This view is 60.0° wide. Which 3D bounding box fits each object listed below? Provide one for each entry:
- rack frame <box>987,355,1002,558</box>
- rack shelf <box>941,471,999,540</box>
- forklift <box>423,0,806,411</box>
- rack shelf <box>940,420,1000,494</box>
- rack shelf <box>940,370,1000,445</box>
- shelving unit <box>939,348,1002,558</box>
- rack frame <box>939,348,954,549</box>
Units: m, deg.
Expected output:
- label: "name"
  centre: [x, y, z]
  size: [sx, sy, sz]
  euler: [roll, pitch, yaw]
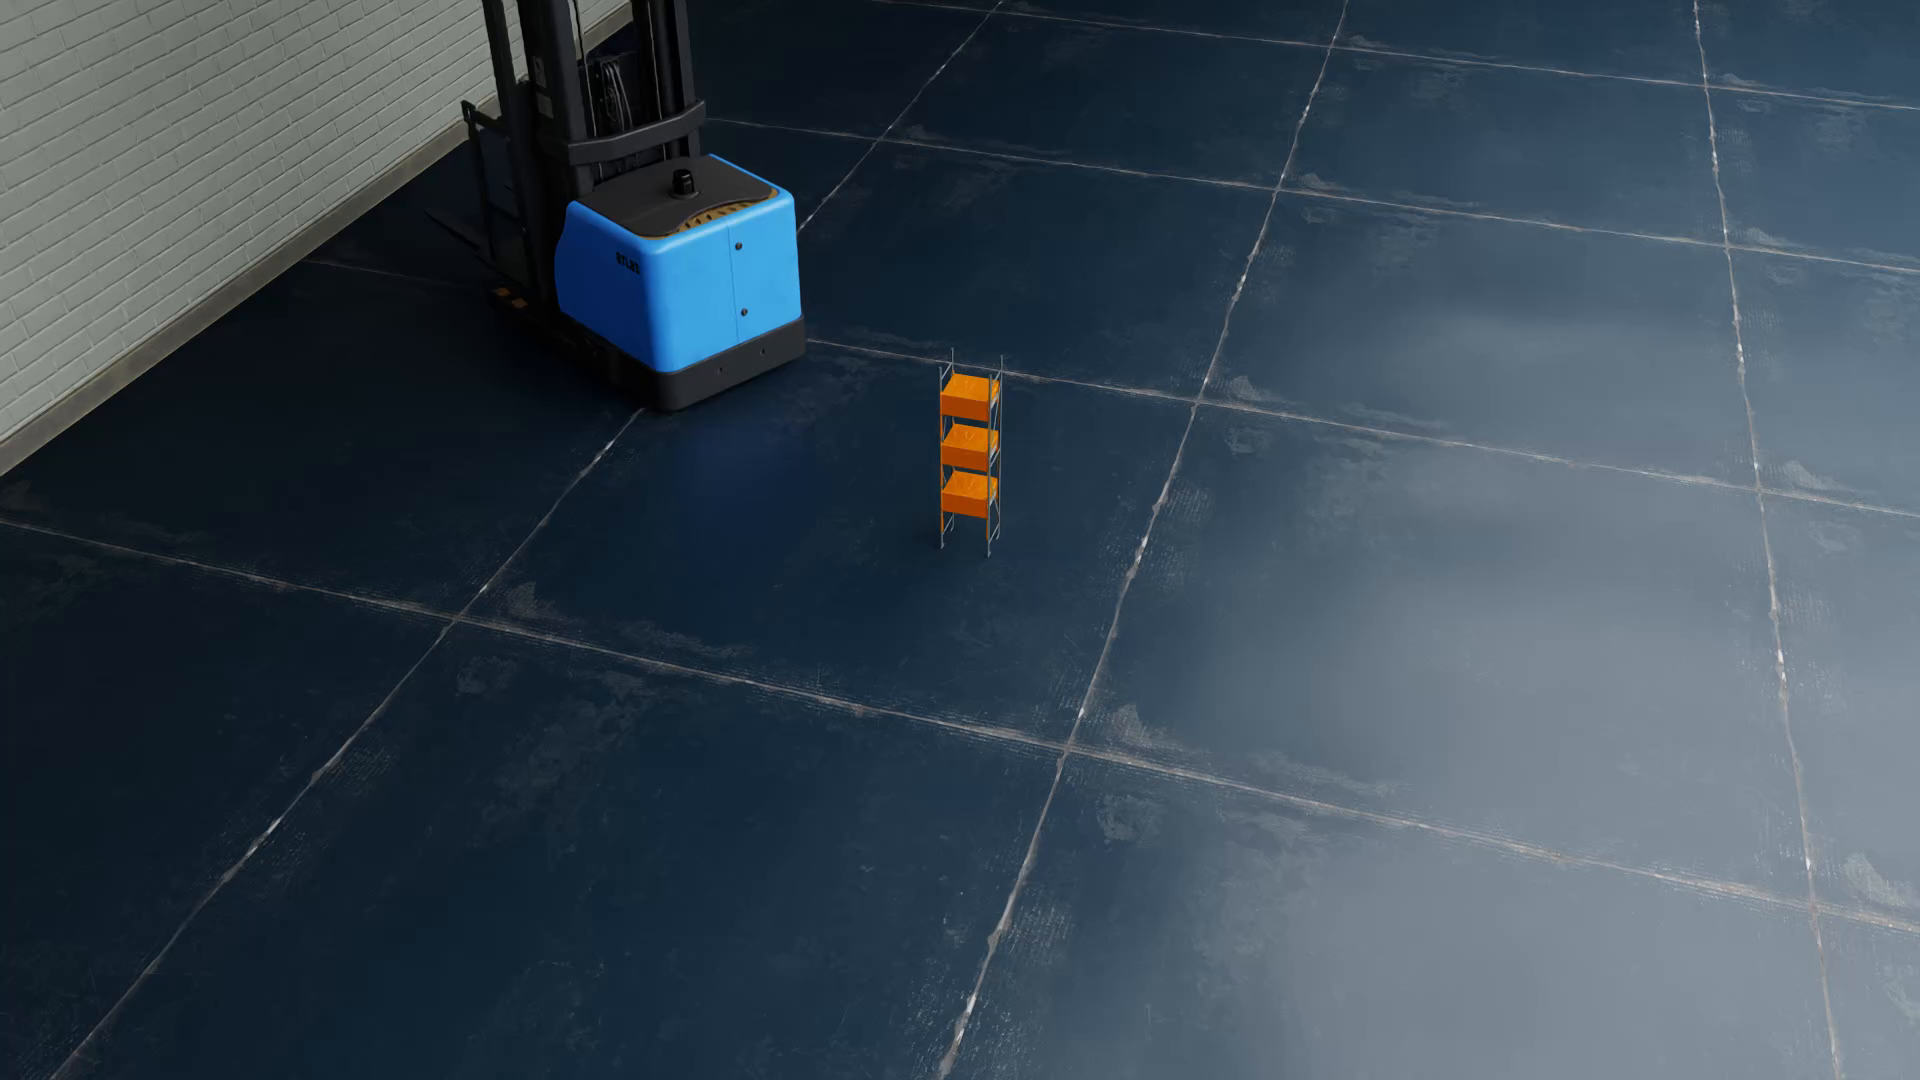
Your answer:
- label: "rack frame"
  centre: [0.168, -0.392, 8.082]
  size: [0.008, 1.050, 0.200]
  euler: [10, 38, 14]
- label: "rack shelf"
  centre: [0.051, -0.181, 8.282]
  size: [0.240, 0.259, 0.215]
  euler: [10, 38, 14]
- label: "forklift"
  centre: [-2.286, -2.683, 9.608]
  size: [1.130, 2.935, 3.031]
  euler: [-29, 45, -34]
- label: "rack shelf"
  centre: [0.051, -0.405, 8.117]
  size: [0.240, 0.259, 0.215]
  euler: [10, 38, 14]
- label: "rack shelf"
  centre: [0.051, -0.633, 7.949]
  size: [0.240, 0.259, 0.215]
  euler: [10, 38, 14]
- label: "shelving unit"
  centre: [0.051, -0.413, 8.111]
  size: [0.252, 1.050, 0.215]
  euler: [10, 38, 14]
- label: "rack frame"
  centre: [-0.065, -0.435, 8.140]
  size: [0.008, 1.050, 0.200]
  euler: [10, 38, 14]
